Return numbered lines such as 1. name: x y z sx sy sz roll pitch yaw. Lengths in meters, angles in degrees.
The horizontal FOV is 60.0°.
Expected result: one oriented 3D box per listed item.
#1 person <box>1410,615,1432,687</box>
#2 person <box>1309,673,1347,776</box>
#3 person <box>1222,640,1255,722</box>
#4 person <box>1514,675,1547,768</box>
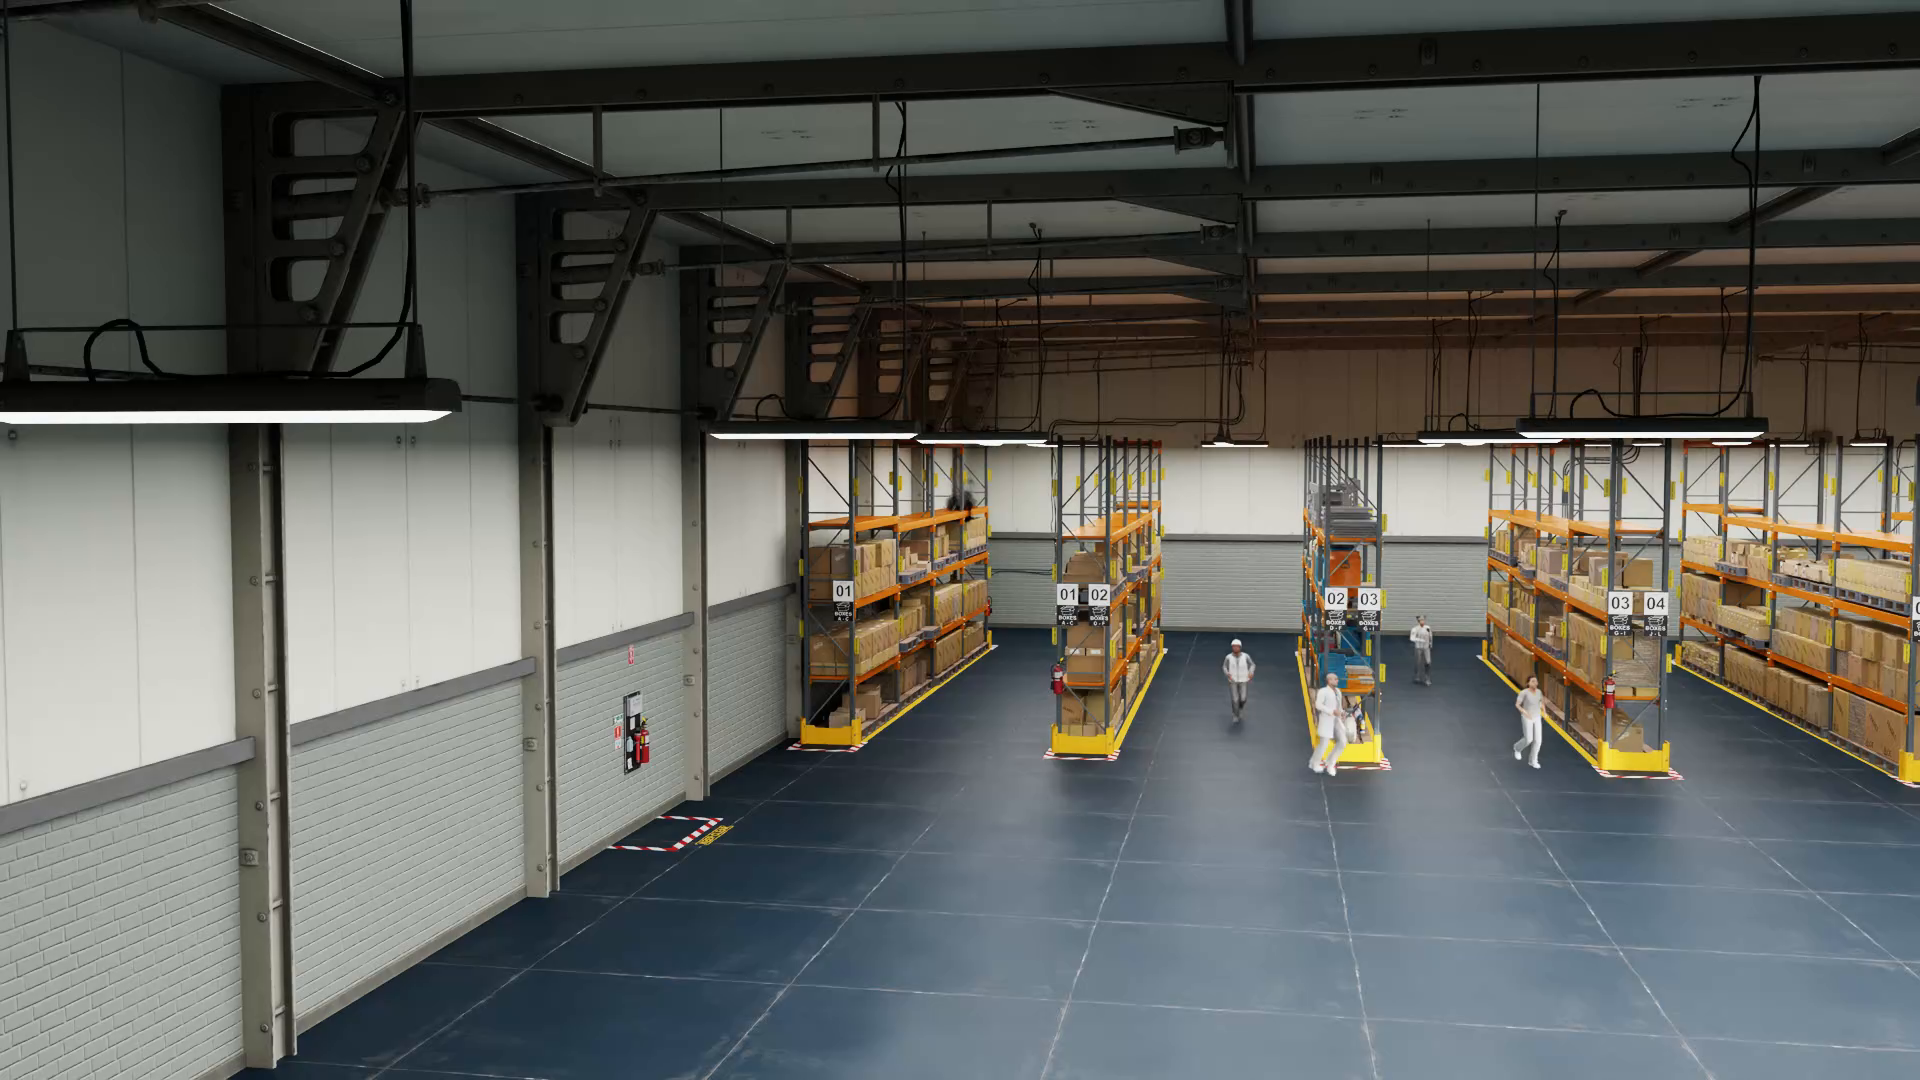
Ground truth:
1. person: 11.269 2.674 40.578 0.596 1.734 0.742 0 3 2
2. person: 6.574 3.255 29.454 0.765 1.784 0.722 -2 4 -34
3. person: 5.850 2.965 34.951 0.672 1.731 0.552 1 3 10
4. person: 10.363 3.271 30.221 0.589 1.658 0.702 -1 3 -13
